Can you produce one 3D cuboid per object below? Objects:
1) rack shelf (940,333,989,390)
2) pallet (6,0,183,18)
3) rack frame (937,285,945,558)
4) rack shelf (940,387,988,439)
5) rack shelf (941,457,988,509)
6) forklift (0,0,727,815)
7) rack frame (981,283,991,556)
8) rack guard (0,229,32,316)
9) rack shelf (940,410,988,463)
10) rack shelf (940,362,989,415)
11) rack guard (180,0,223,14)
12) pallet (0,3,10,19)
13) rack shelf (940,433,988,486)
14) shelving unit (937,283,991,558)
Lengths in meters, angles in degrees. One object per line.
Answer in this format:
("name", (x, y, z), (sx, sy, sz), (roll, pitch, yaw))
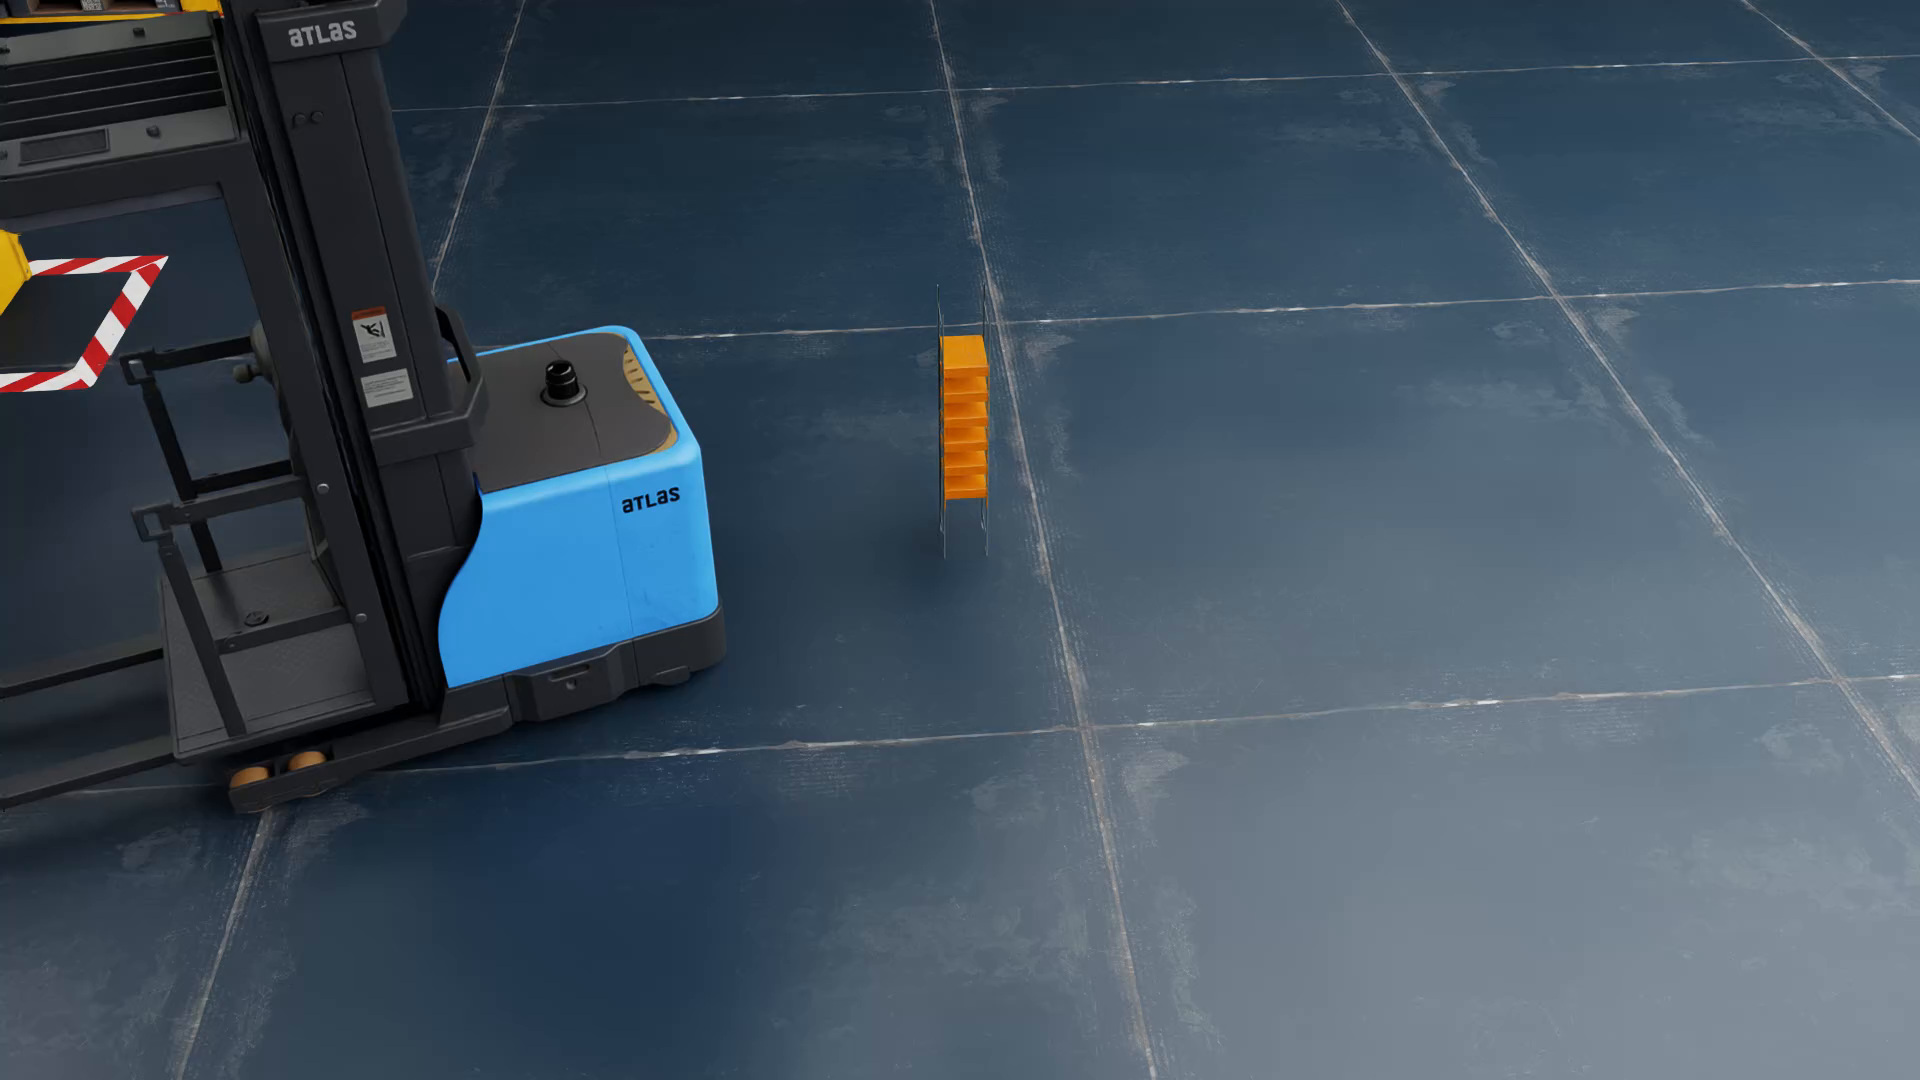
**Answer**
("rack shelf", (0.014, -0.720, 6.684), (0.180, 0.103, 0.258), (-3, 38, -4))
("pallet", (-6.322, -4.197, 12.399), (1.213, 0.211, 1.003), (-3, 38, -4))
("rack frame", (-0.077, -0.467, 6.873), (0.006, 1.200, 0.240), (-3, 38, -4))
("rack shelf", (0.014, -0.531, 6.833), (0.180, 0.103, 0.258), (-3, 38, -4))
("rack shelf", (0.014, -0.249, 7.056), (0.180, 0.103, 0.258), (-3, 38, -4))
("forklift", (-2.485, -0.541, 5.569), (3.031, 2.935, 1.130), (-15, 41, -18))
("rack frame", (0.106, -0.477, 6.886), (0.006, 1.200, 0.240), (-3, 38, -4))
("rack guard", (-5.196, -1.312, 8.509), (0.348, 0.500, 1.175), (-3, 38, -4))
("rack shelf", (0.014, -0.437, 6.907), (0.180, 0.103, 0.258), (-3, 38, -4))
("rack shelf", (0.014, -0.625, 6.758), (0.180, 0.103, 0.258), (-3, 38, -4))
("rack guard", (-5.540, -4.380, 12.397), (0.348, 0.500, 1.175), (-3, 38, -4))
("pallet", (-7.534, -4.132, 12.317), (1.213, 0.211, 1.003), (-3, 38, -4))
("rack shelf", (0.014, -0.343, 6.981), (0.180, 0.103, 0.258), (-3, 38, -4))
("shelving unit", (0.014, -0.472, 6.879), (0.189, 1.200, 0.258), (-3, 38, -4))
